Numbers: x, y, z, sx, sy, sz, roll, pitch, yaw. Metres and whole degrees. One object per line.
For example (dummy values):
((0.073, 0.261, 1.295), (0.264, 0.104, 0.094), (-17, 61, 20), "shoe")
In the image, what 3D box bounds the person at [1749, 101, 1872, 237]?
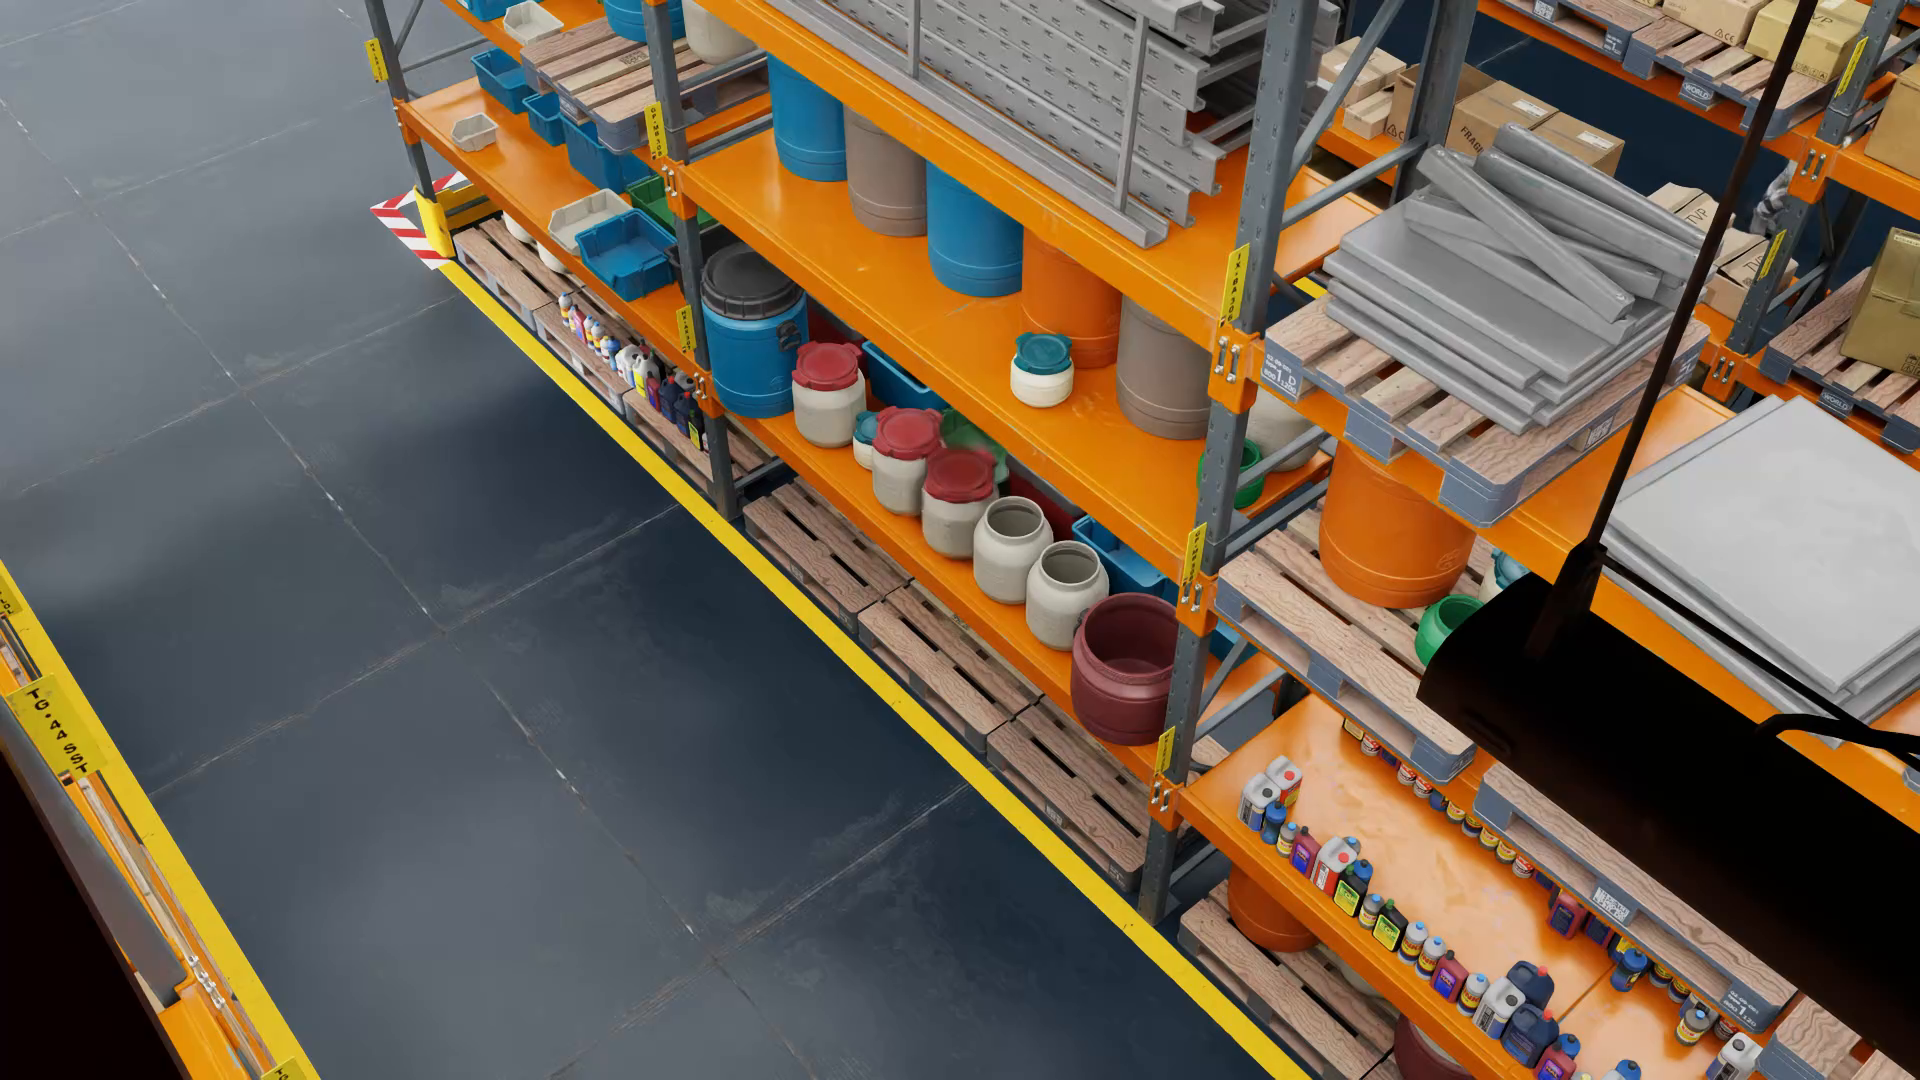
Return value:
((6.519, -3.061, 12.644), (0.540, 1.769, 0.501), (-20, 50, -18), "person")
